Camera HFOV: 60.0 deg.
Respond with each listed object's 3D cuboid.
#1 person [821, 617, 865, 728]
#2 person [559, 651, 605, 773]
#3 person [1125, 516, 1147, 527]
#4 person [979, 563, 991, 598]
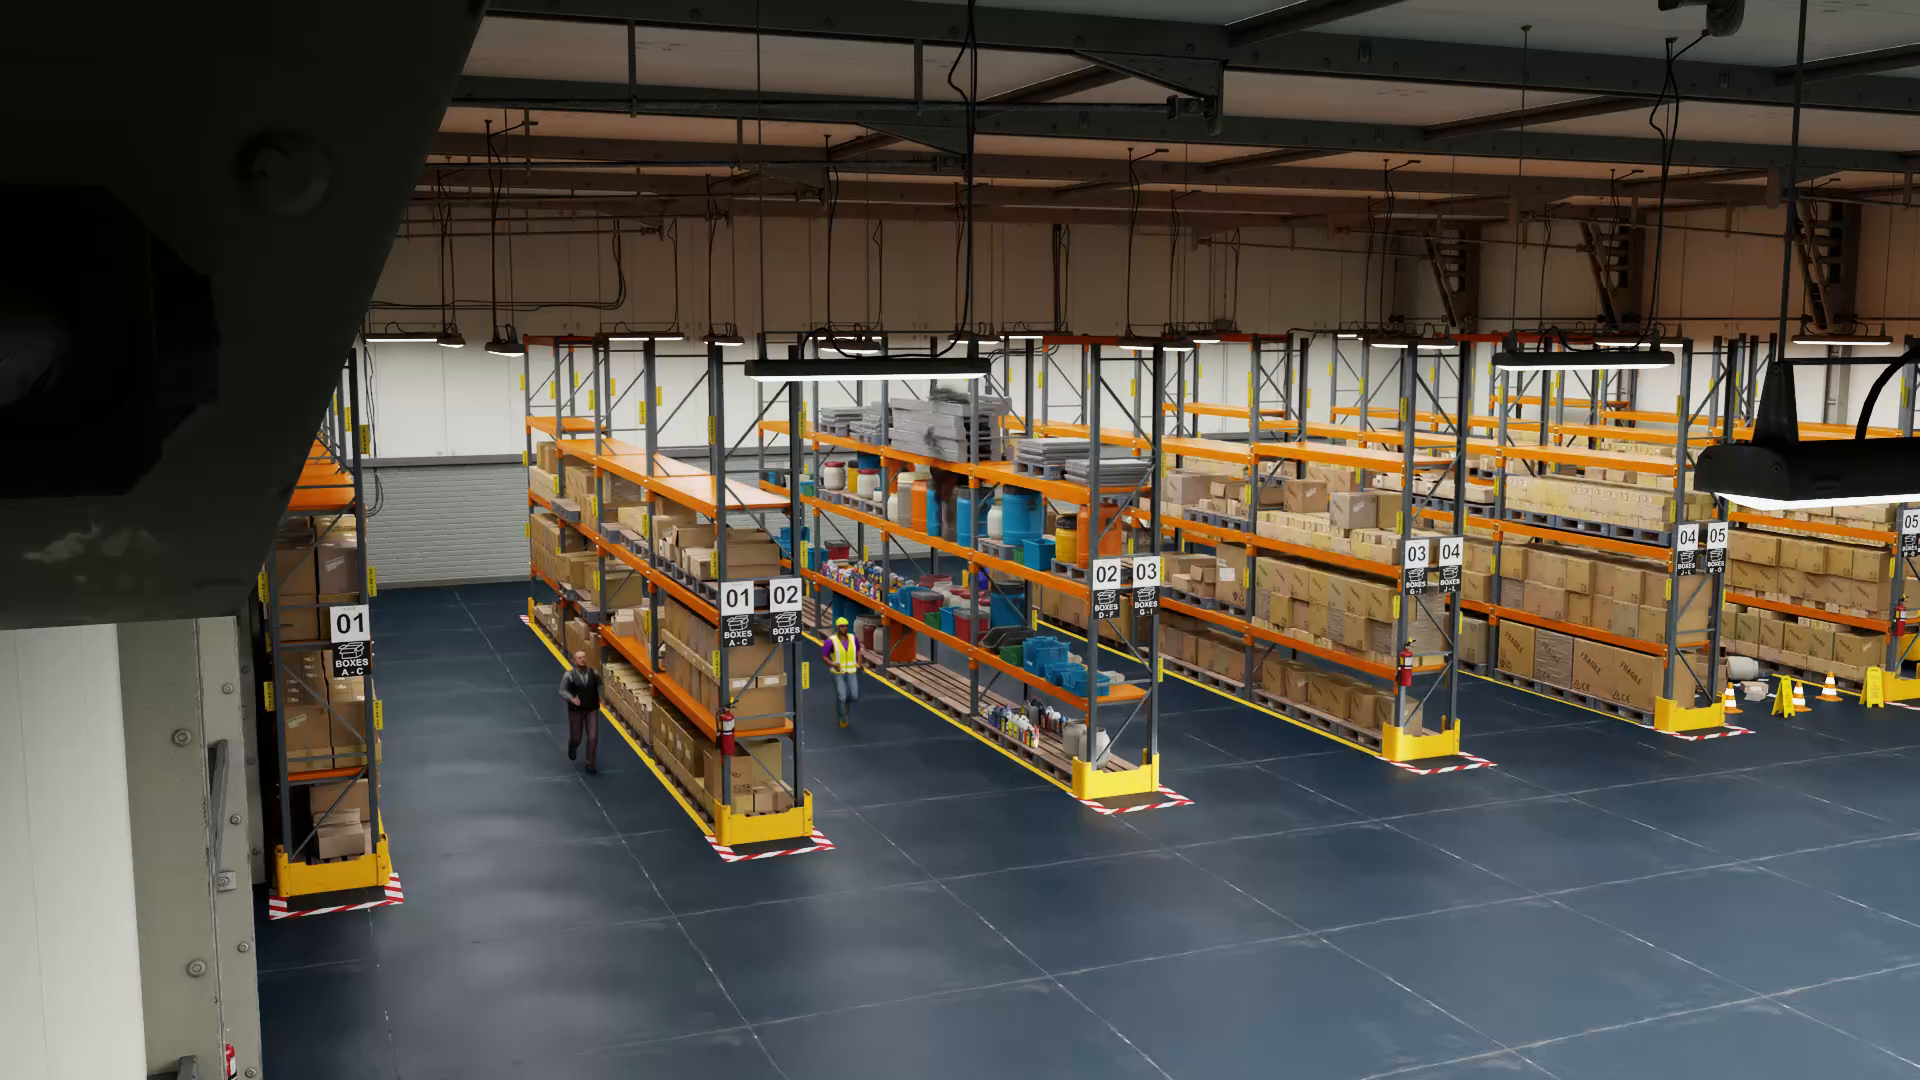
[{"bbox_3d":[-1.804,2.055,25.829,0.700,1.723,0.582,-3,8,-24],"label":"person"},{"bbox_3d":[-5.298,2.397,23.399,0.669,1.684,0.760,-4,8,-26],"label":"person"},{"bbox_3d":[4.198,0.060,41.152,0.826,1.611,0.782,-4,8,-26],"label":"person"},{"bbox_3d":[0.460,1.121,33.187,0.551,1.611,0.663,-4,9,-28],"label":"person"}]
